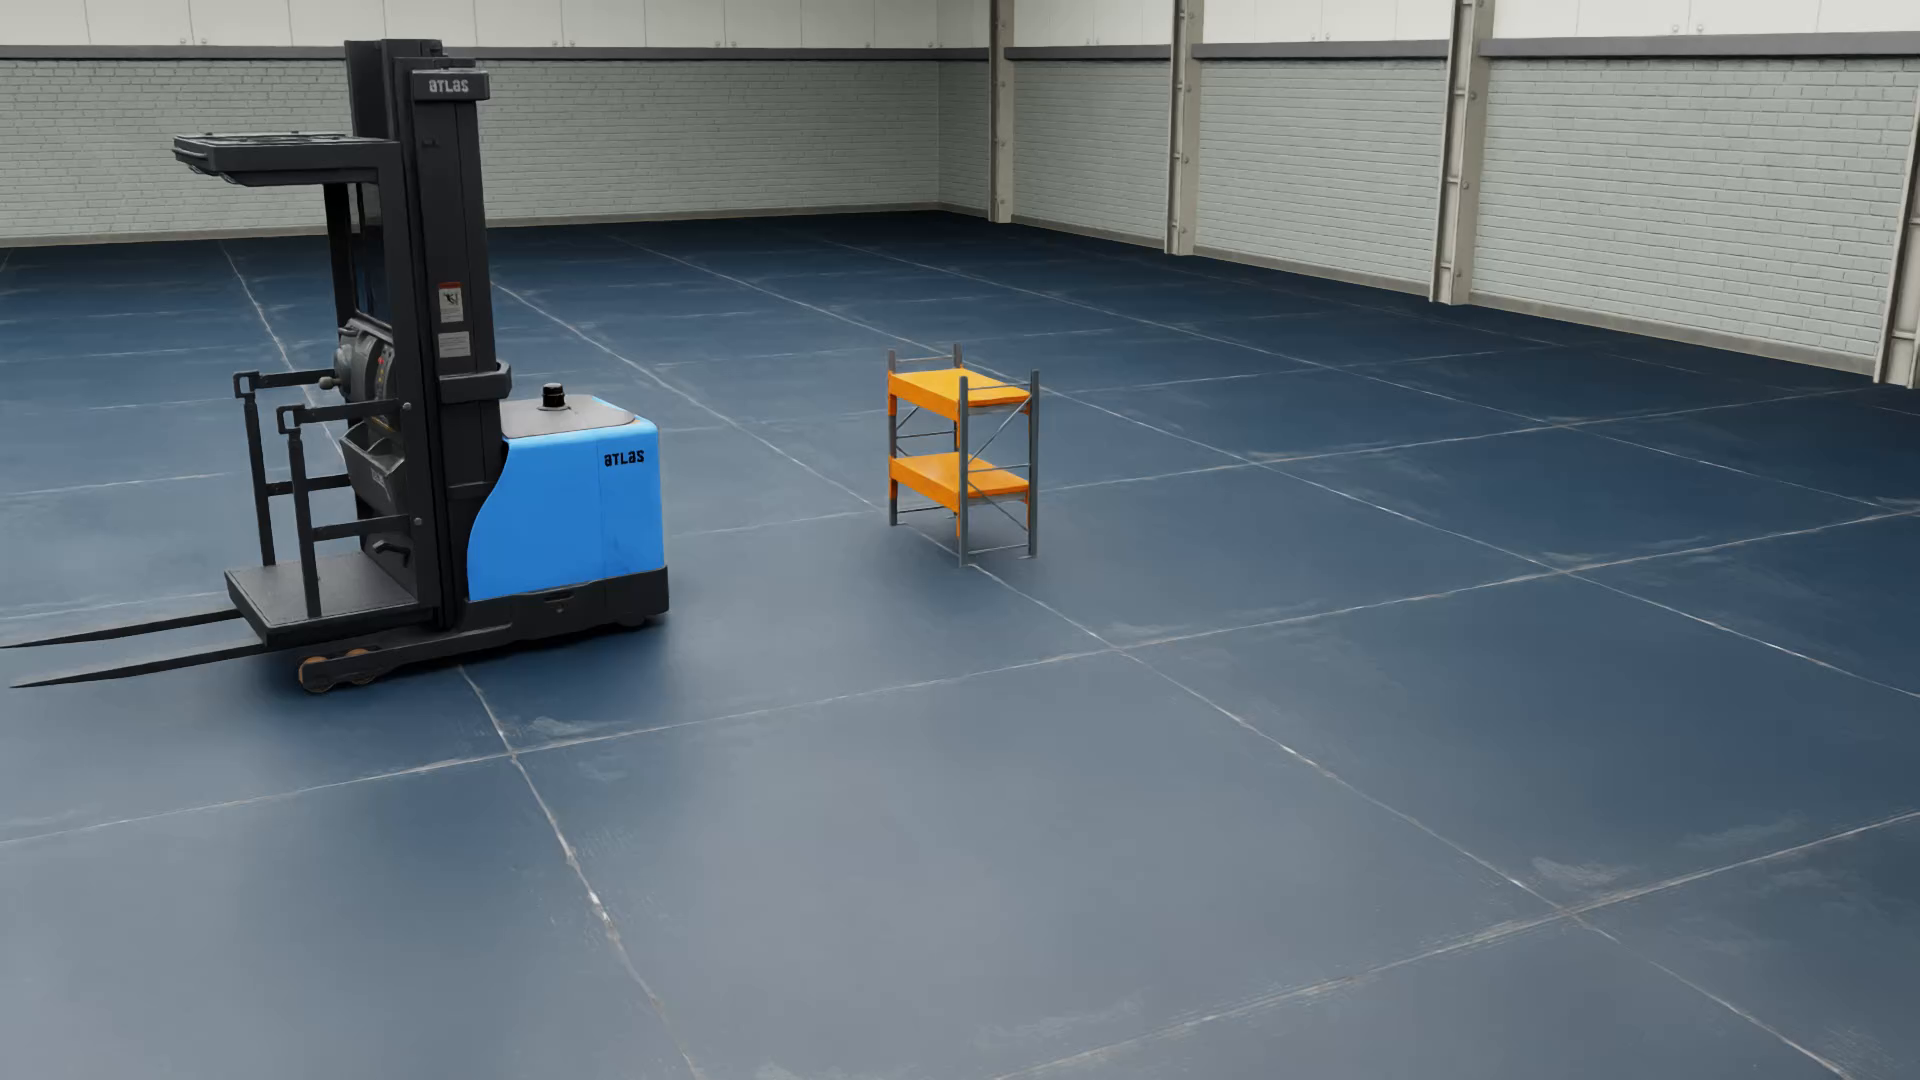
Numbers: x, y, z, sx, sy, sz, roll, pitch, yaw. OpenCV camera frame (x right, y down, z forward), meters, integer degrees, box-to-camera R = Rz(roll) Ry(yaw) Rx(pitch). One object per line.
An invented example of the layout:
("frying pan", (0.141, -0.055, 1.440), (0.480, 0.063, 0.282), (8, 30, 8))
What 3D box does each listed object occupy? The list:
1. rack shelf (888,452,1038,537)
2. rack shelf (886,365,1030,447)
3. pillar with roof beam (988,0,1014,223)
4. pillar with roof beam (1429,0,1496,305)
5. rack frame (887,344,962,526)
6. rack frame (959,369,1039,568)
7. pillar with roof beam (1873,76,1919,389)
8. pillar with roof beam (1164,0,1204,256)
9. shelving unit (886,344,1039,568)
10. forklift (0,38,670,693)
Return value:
("rack shelf", (0.003, -0.304, 10.157), (0.538, 0.278, 1.000), (-8, 18, -25))
("rack shelf", (0.003, -0.820, 10.009), (0.538, 0.278, 1.000), (-8, 18, -25))
("pillar with roof beam", (-3.121, -9.695, 27.720), (9.100, 9.000, 0.400), (-8, 18, -25))
("pillar with roof beam", (2.136, -6.719, 17.352), (9.100, 9.000, 0.400), (-8, 18, -25))
("rack frame", (-0.220, -0.665, 10.529), (0.500, 1.125, 0.032), (-8, 18, -25))
("rack frame", (0.226, -0.413, 9.650), (0.500, 1.125, 0.032), (-8, 18, -25))
("pillar with roof beam", (4.764, -5.232, 12.167), (9.100, 9.000, 0.400), (-8, 18, -25))
("pillar with roof beam", (-0.493, -8.207, 22.536), (9.100, 9.000, 0.400), (-8, 18, -25))
("shelving unit", (0.003, -0.539, 10.090), (0.538, 1.125, 1.048), (-8, 18, -25))
("forklift", (-3.040, -0.861, 7.939), (3.031, 2.935, 1.130), (-10, 19, -32))
